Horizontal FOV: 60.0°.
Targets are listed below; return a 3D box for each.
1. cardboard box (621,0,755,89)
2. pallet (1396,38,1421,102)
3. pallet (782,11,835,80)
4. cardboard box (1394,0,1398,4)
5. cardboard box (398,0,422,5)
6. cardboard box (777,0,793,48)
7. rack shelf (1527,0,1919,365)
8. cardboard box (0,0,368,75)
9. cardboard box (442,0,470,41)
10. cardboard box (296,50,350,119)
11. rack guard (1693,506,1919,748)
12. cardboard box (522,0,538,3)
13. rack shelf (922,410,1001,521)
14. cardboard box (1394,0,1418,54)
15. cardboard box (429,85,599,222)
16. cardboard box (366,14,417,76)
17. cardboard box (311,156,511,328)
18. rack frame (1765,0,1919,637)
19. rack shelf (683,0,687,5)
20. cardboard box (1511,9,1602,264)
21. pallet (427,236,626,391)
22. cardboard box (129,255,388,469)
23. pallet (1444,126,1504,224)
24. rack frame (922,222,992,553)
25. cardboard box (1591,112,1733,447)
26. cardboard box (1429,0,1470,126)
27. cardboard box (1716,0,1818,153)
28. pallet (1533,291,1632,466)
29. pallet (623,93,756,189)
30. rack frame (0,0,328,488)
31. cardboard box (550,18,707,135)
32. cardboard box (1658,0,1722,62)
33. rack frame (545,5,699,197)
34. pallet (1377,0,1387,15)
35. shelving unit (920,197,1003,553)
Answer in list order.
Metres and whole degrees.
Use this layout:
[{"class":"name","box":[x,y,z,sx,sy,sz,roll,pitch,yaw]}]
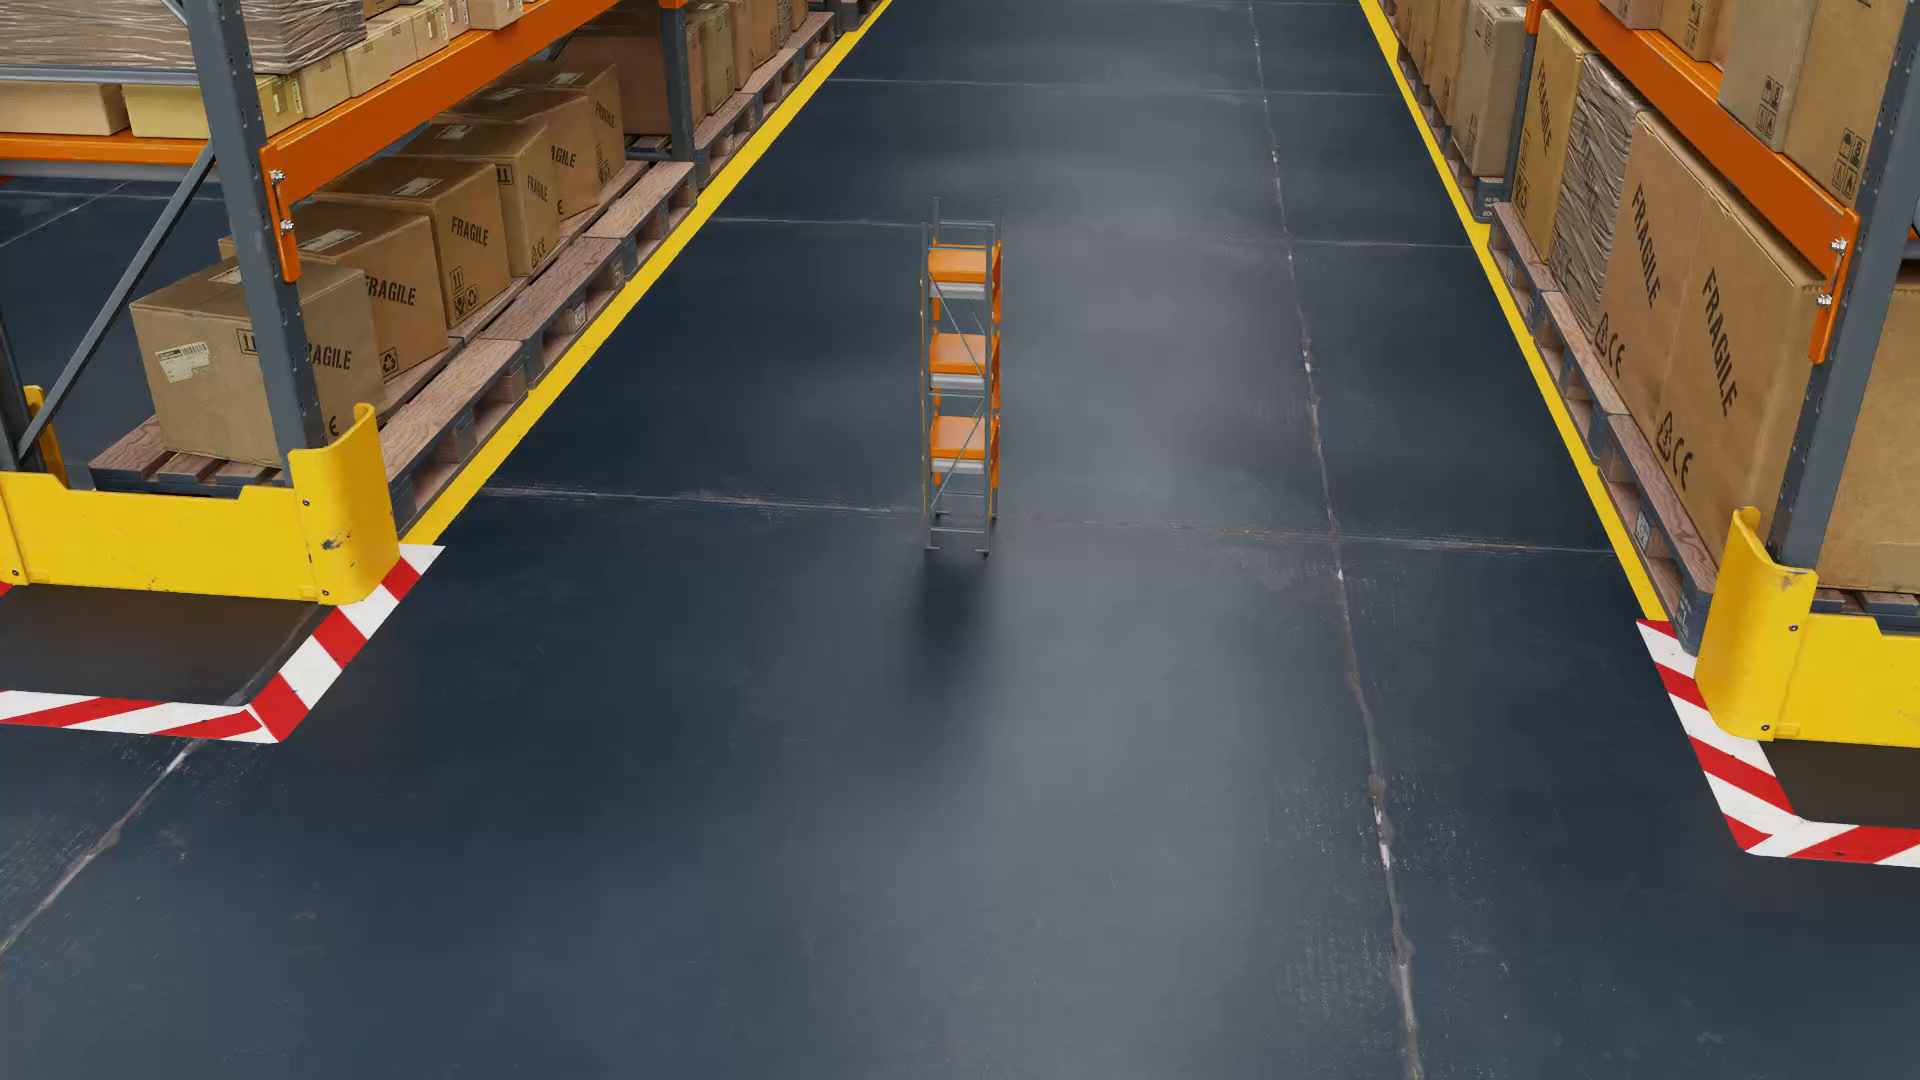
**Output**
[{"class":"cardboard box","box":[-1.602,-2.955,9.744,0.700,0.500,0.500,1,28,2]},{"class":"pallet","box":[3.385,-3.040,10.670,1.003,0.211,1.213,3,28,6]},{"class":"pallet","box":[-1.451,-3.374,11.291,1.003,0.211,1.213,3,28,6]},{"class":"cardboard box","box":[3.378,-4.043,11.785,0.500,0.500,0.500,3,28,6]},{"class":"cardboard box","box":[-2.193,-2.112,5.588,0.875,0.500,0.500,3,28,6]},{"class":"cardboard box","box":[-1.471,-3.485,10.727,0.700,0.500,0.500,1,28,2]},{"class":"rack shelf","box":[2.822,-1.493,5.617,1.077,0.370,4.000,3,28,6]},{"class":"cardboard box","box":[-2.239,-1.636,4.706,0.875,0.500,0.500,3,28,6]},{"class":"cardboard box","box":[-1.915,-1.803,5.698,0.380,0.149,0.250,3,28,6]},{"class":"cardboard box","box":[-2.012,-1.330,4.822,0.380,0.149,0.250,3,28,6]},{"class":"rack guard","box":[2.574,0.243,4.271,1.175,0.500,0.348,3,28,6]},{"class":"cardboard box","box":[-1.776,-2.153,6.348,0.380,0.149,0.250,3,28,6]},{"class":"rack shelf","box":[0.007,-0.233,5.185,0.215,0.259,0.240,3,28,6]},{"class":"cardboard box","box":[3.393,-3.547,10.601,1.050,0.750,0.750,3,28,6]},{"class":"cardboard box","box":[-1.995,-1.715,7.464,0.500,0.500,0.500,13,31,22]},{"class":"cardboard box","box":[-1.957,-1.566,5.259,0.380,0.149,0.250,3,28,6]},{"class":"cardboard box","box":[-2.106,-1.158,6.430,0.500,0.500,0.500,6,29,11]},{"class":"rack frame","box":[2.577,-0.868,3.699,1.000,3.000,0.127,3,28,6]},{"class":"rack shelf","box":[-1.598,-3.712,9.735,1.077,0.370,4.000,3,28,6]},{"class":"cardboard box","box":[2.920,-1.709,7.056,0.875,0.875,0.875,4,29,7]},{"class":"pallet","box":[-2.038,-0.965,6.819,1.003,0.211,1.213,3,28,6]},{"class":"cardboard box","box":[-2.240,-0.582,5.360,0.500,0.500,0.500,9,30,16]},{"class":"pallet","box":[3.087,-1.891,8.538,1.003,0.211,1.213,3,28,6]},{"class":"rack frame","box":[-0.008,-0.430,4.941,0.200,1.050,0.008,3,28,6]},{"class":"cardboard box","box":[2.700,-0.855,5.472,0.875,0.875,0.875,3,28,5]},{"class":"cardboard box","box":[3.176,-2.697,9.023,1.050,0.750,0.750,3,28,6]},{"class":"cardboard box","box":[2.623,-1.372,4.476,0.875,0.550,0.550,3,28,6]},{"class":"pallet","box":[2.749,-0.594,6.131,1.003,0.211,1.213,3,28,6]},{"class":"pallet","box":[-1.750,-2.226,9.159,1.003,0.211,1.213,3,28,6]},{"class":"rack frame","box":[-2.334,-1.204,4.322,1.000,3.000,0.127,3,28,6]},{"class":"cardboard box","box":[-1.747,-2.468,8.840,0.700,0.500,0.500,1,28,2]},{"class":"cardboard box","box":[2.840,-1.880,5.419,0.875,0.550,0.500,3,28,6]},{"class":"rack frame","box":[-1.843,-3.087,7.817,1.000,3.000,0.127,3,28,6]},{"class":"pallet","box":[3.806,-4.347,13.096,1.003,0.211,1.213,3,28,6]},{"class":"shelving unit","box":[0.007,-0.487,5.048,0.215,1.050,0.252,3,28,6]}]
